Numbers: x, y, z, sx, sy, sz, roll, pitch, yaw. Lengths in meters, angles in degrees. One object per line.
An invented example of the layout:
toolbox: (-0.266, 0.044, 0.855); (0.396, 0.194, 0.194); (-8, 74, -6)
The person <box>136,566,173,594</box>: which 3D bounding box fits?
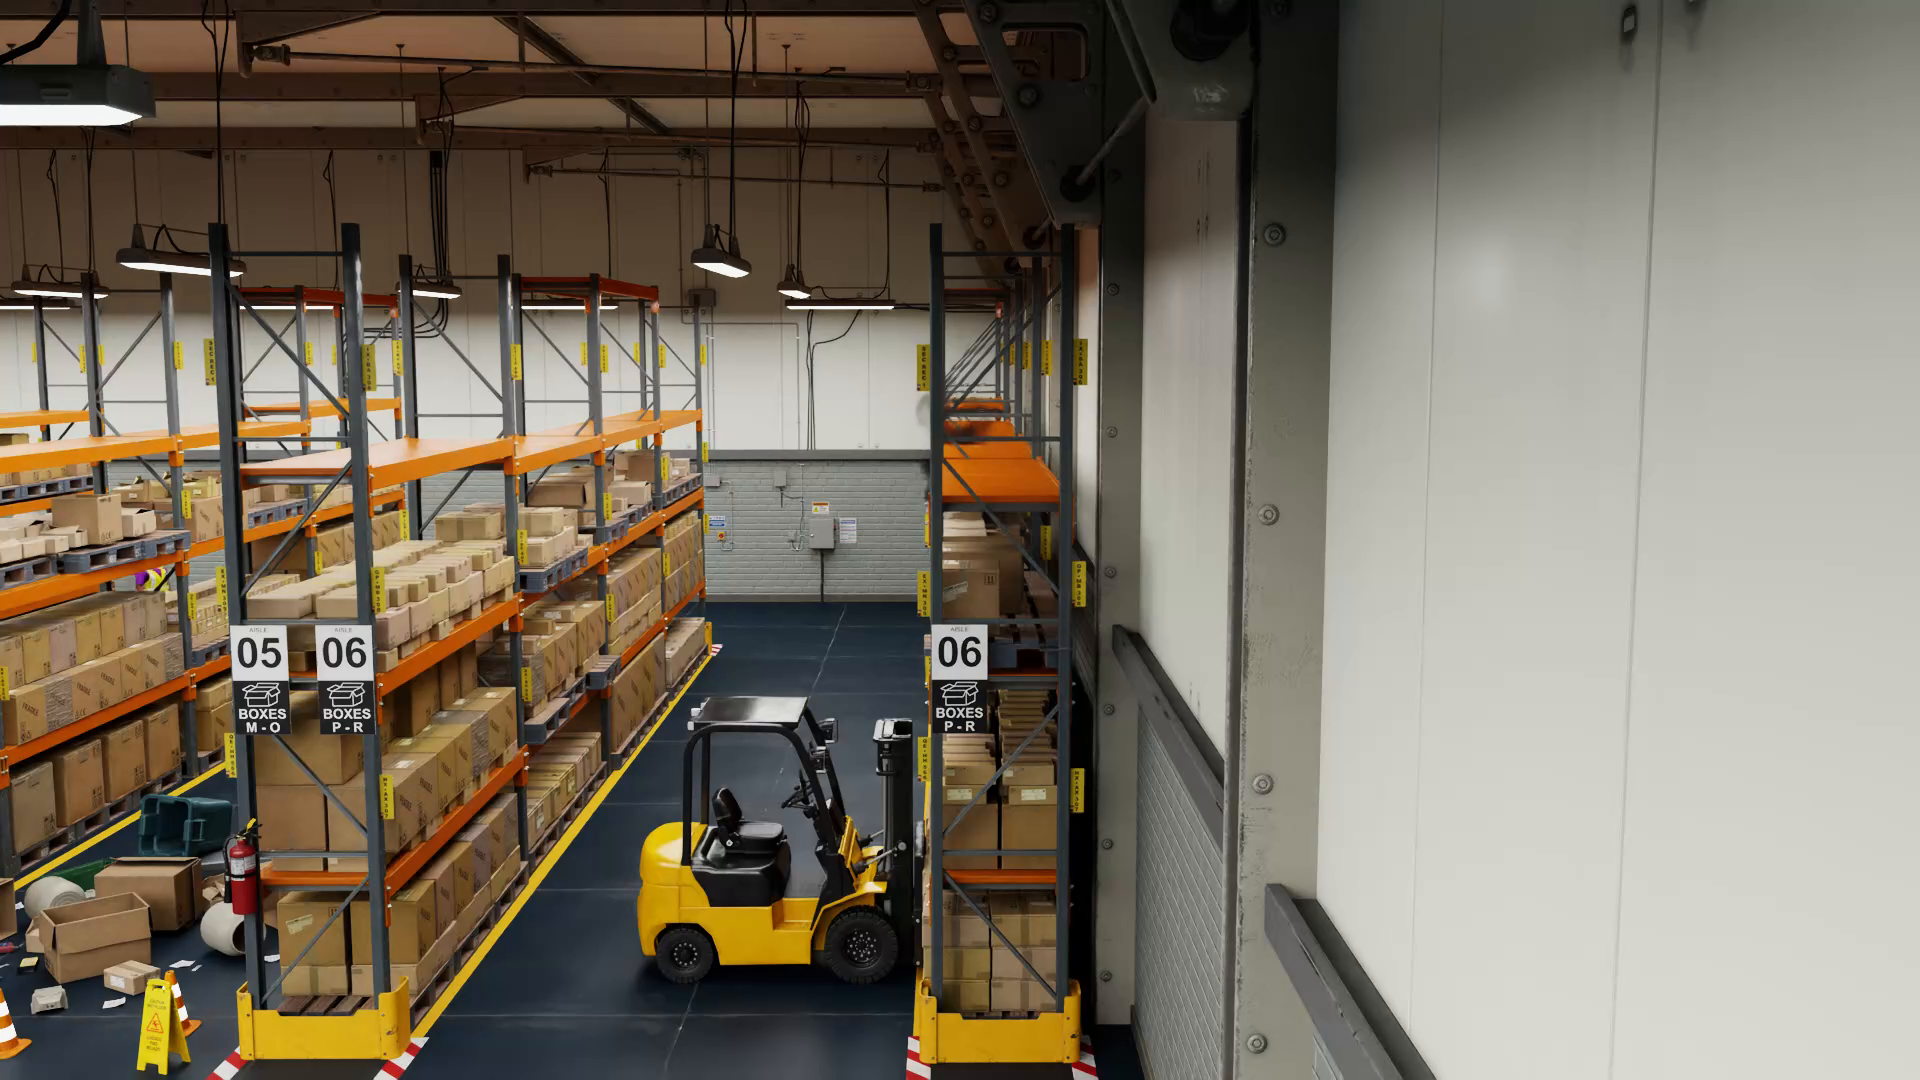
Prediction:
person: (-13.805, 0.977, 28.628); (0.543, 1.709, 0.724); (4, 8, 32)
